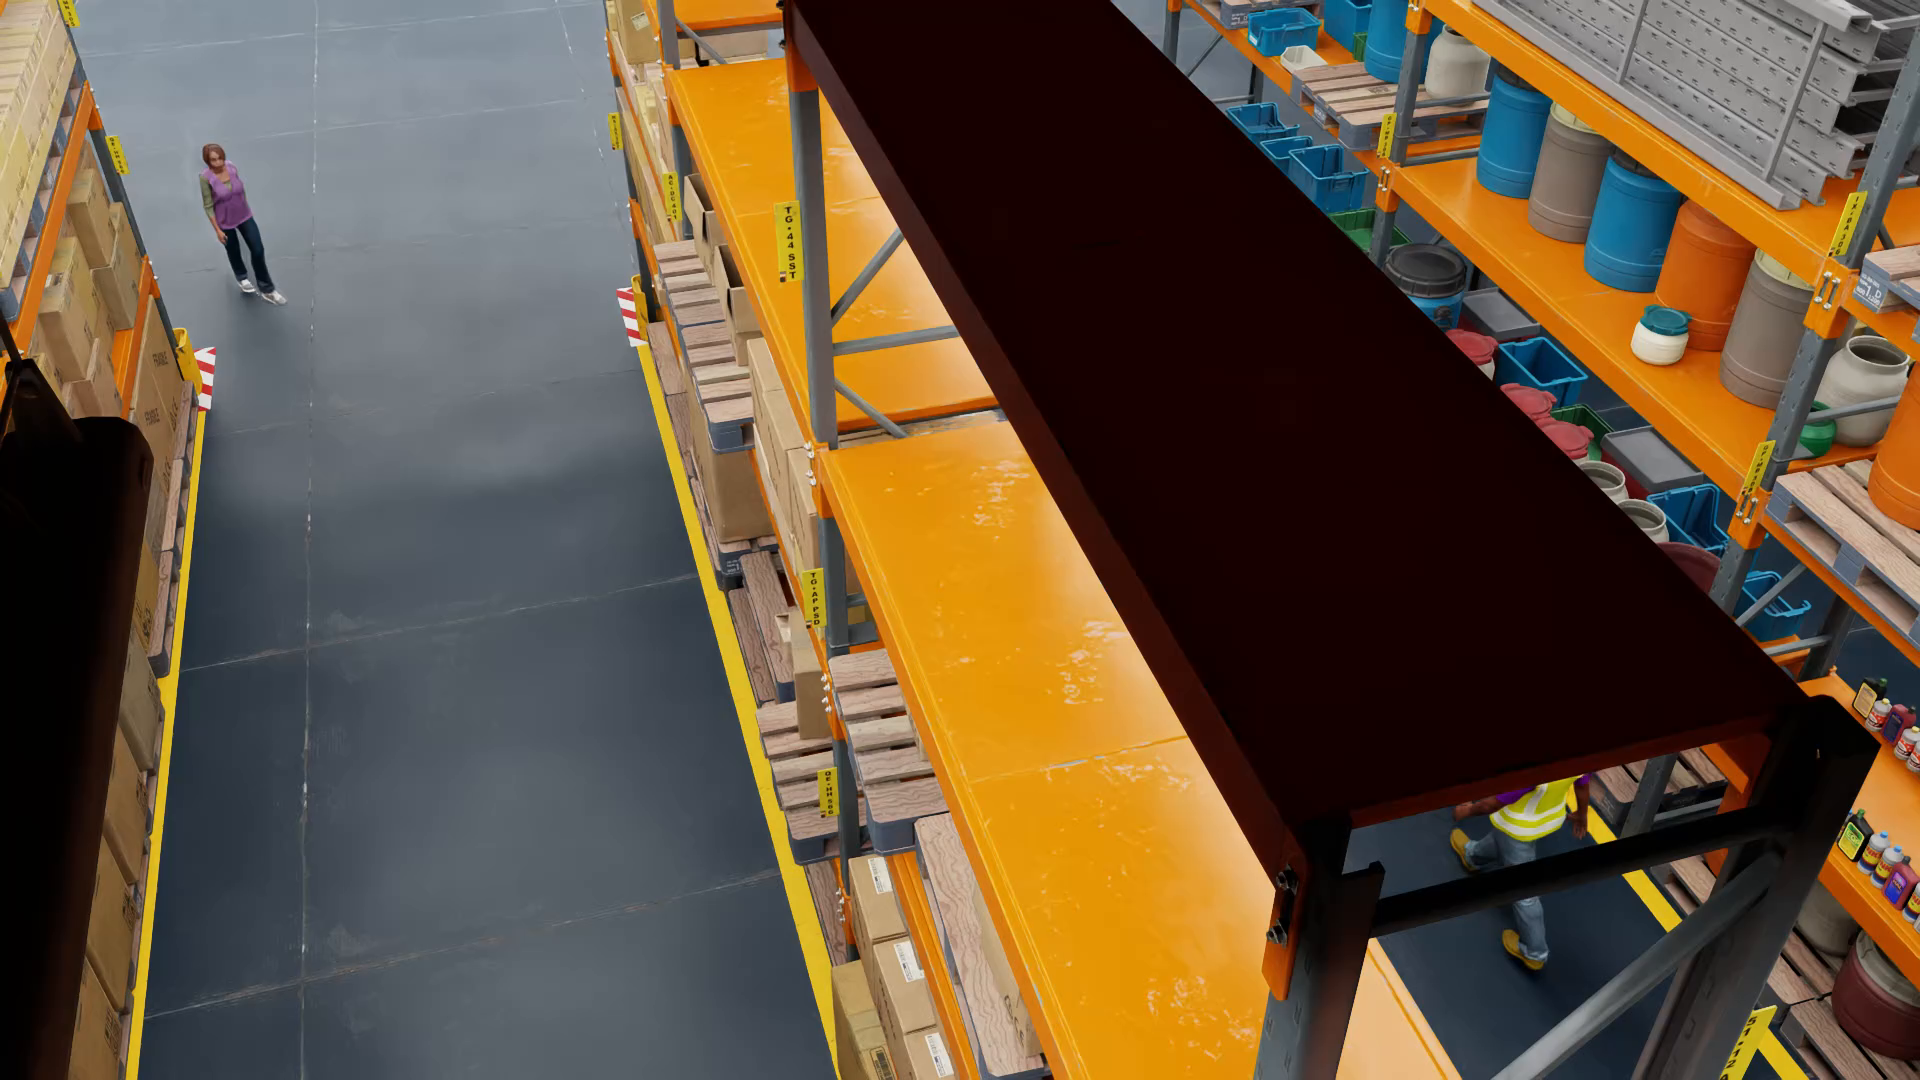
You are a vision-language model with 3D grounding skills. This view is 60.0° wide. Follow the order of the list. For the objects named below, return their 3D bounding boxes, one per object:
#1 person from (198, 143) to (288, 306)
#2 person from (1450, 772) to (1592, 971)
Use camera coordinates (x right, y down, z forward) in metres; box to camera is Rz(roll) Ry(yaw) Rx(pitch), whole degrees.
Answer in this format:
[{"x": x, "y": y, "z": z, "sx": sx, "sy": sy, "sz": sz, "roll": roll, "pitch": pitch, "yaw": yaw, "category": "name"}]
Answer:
[{"x": -6.665, "y": -2.904, "z": 15.235, "sx": 0.439, "sy": 1.613, "sz": 0.643, "roll": -29, "pitch": 47, "yaw": -32, "category": "person"}, {"x": 3.200, "y": 1.525, "z": 9.489, "sx": 0.671, "sy": 1.704, "sz": 1.079, "roll": -17, "pitch": 41, "yaw": -20, "category": "person"}]
